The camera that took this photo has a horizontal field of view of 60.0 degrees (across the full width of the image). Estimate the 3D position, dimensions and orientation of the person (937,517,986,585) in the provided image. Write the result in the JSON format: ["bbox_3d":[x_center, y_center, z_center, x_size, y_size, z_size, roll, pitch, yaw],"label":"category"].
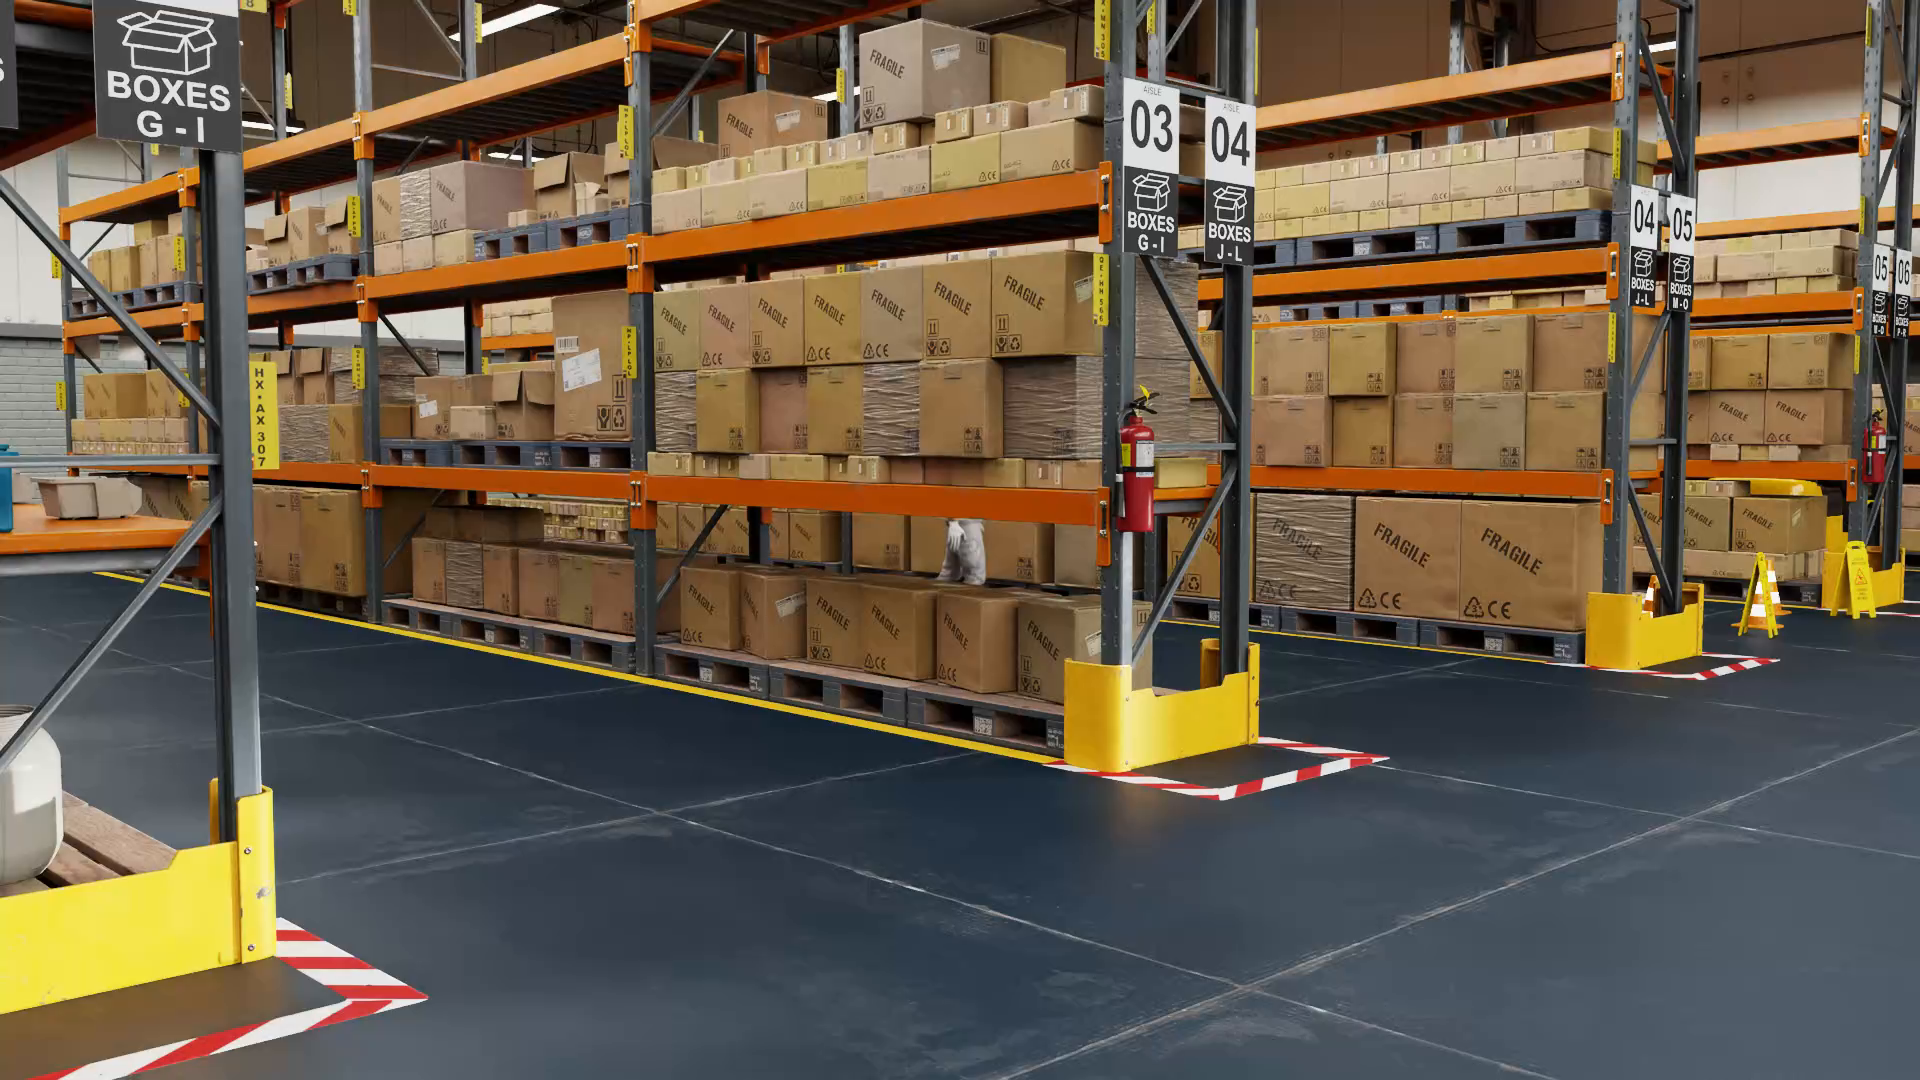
[{"bbox_3d":[-0.004,-0.115,12.308,0.596,1.779,0.575,1,4,8],"label":"person"}]
